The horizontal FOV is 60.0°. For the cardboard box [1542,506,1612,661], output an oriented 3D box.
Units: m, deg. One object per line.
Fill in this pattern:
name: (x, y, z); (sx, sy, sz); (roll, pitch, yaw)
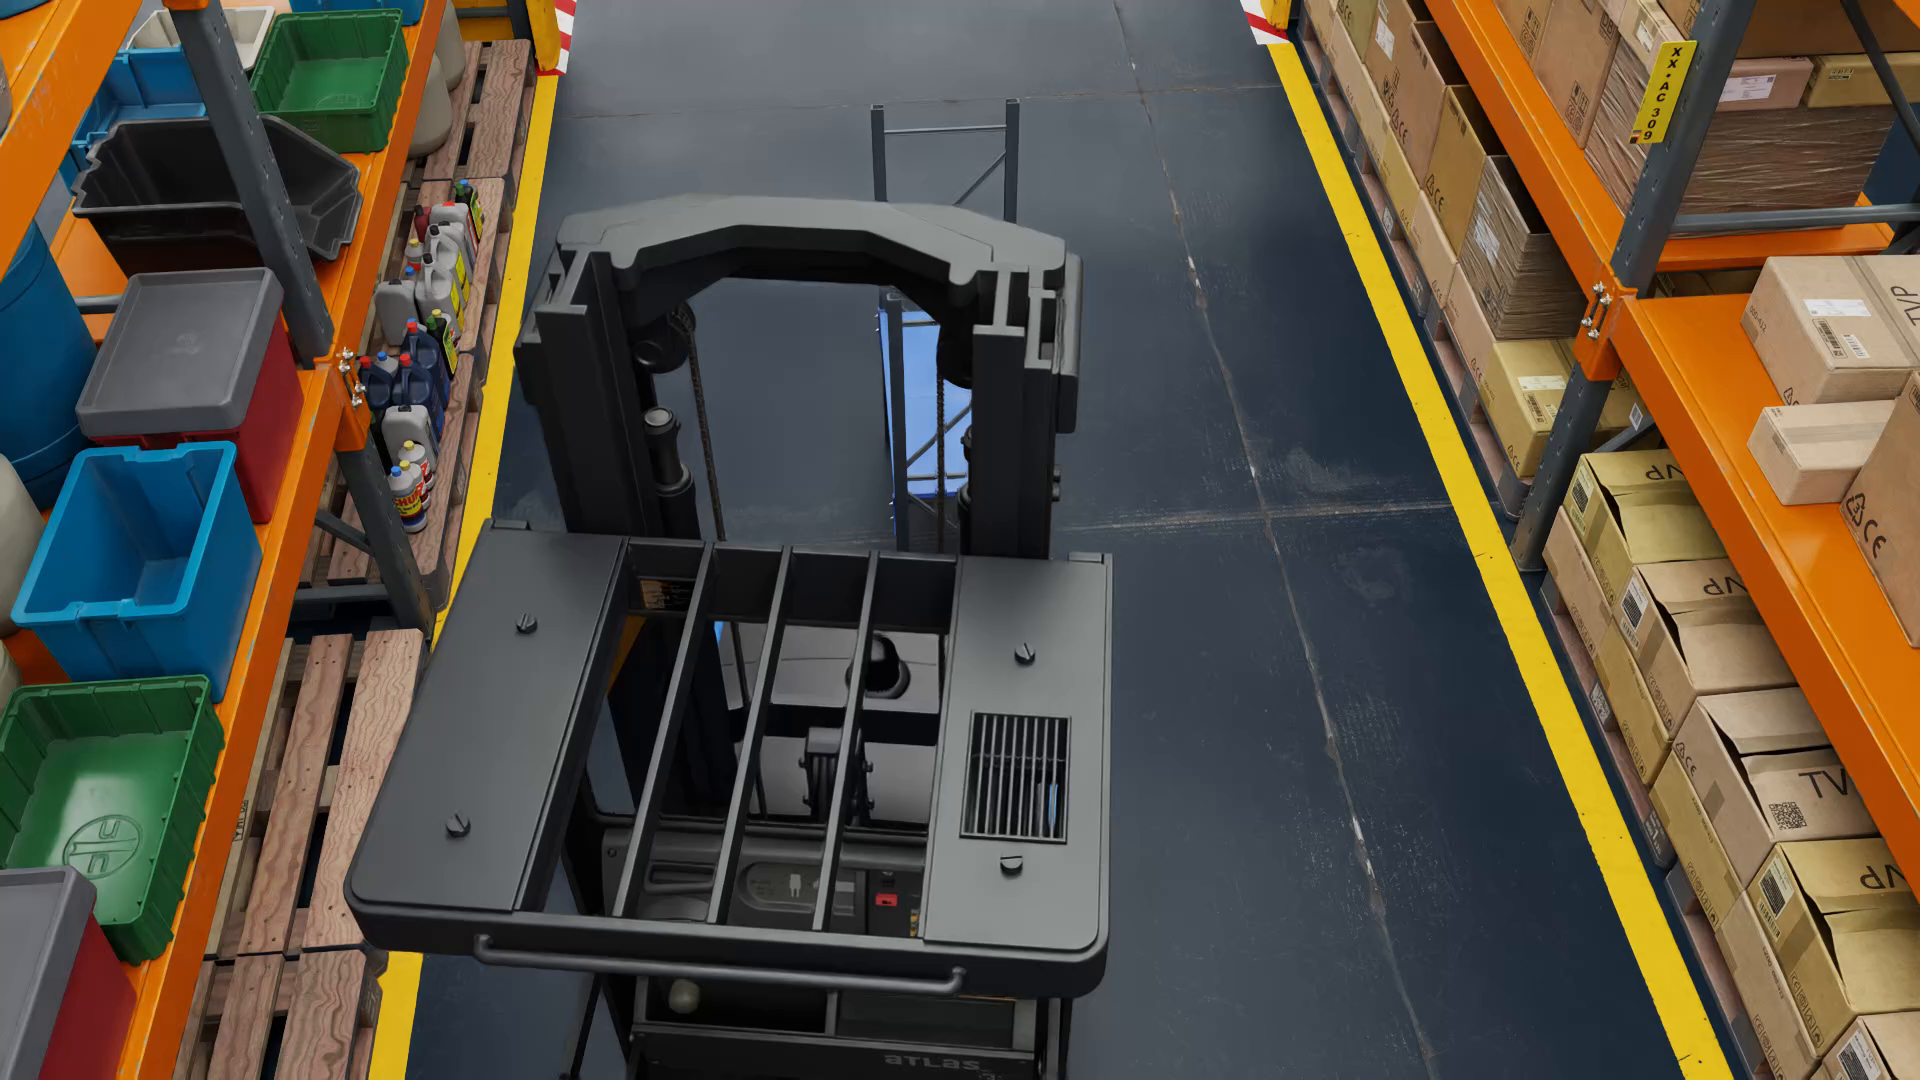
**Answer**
cardboard box: (2.341, 0.125, 5.670); (0.500, 0.250, 0.500); (-5, 47, -4)

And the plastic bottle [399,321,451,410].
plastic bottle: (-2.052, -0.670, 6.340); (0.144, 0.351, 0.185); (-5, 47, -5)

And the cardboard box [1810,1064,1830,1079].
cardboard box: (2.516, 1.610, 4.264); (0.500, 0.250, 0.500); (-3, 47, -2)

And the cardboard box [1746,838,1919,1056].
cardboard box: (2.470, 1.052, 4.406); (0.500, 0.311, 0.500); (-2, 47, -2)

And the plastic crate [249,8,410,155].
plastic crate: (-2.215, -1.611, 5.855); (0.450, 0.188, 0.662); (-3, 47, -3)

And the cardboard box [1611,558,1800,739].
cardboard box: (2.377, 0.302, 5.116); (0.500, 0.311, 0.500); (-4, 47, -4)

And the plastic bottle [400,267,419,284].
plastic bottle: (-2.220, -1.022, 6.776); (0.097, 0.201, 0.097); (0, 47, 0)

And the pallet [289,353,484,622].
pallet: (-2.397, -0.214, 6.307); (1.003, 0.211, 1.213); (-3, 47, -3)

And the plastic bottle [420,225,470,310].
plastic bottle: (-2.104, -1.113, 6.759); (0.144, 0.351, 0.185); (-2, 47, -2)

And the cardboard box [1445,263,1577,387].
cardboard box: (2.265, -0.866, 6.609); (0.500, 0.250, 0.500); (-3, 47, -3)

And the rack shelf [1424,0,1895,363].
rack shelf: (2.386, -2.182, 6.746); (1.077, 0.370, 4.000); (-3, 47, -3)

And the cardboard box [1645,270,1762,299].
cardboard box: (2.827, -0.794, 6.024); (0.500, 0.500, 0.500); (-3, 47, -3)

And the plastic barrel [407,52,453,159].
plastic barrel: (-2.544, -2.033, 7.534); (0.421, 0.512, 0.421); (0, 47, 0)

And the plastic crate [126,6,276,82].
plastic crate: (-2.771, -1.753, 6.026); (0.530, 0.136, 0.437); (-3, 47, -3)

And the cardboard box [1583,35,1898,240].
cardboard box: (2.510, -1.338, 5.382); (0.700, 0.500, 0.500); (-5, 47, -4)

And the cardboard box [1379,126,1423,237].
cardboard box: (2.166, -1.589, 7.293); (0.500, 0.250, 0.500); (-3, 47, -3)

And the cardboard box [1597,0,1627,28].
cardboard box: (2.274, -1.792, 5.366); (0.380, 0.149, 0.250); (-5, 47, -4)

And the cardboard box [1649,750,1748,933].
cardboard box: (2.428, 0.870, 4.965); (0.500, 0.250, 0.500); (-5, 47, -5)

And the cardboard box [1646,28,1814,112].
cardboard box: (2.318, -1.424, 5.017); (0.380, 0.149, 0.250); (-4, 47, -3)

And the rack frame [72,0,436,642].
rack frame: (-2.382, -0.684, 4.832); (1.000, 3.000, 0.127); (-3, 47, -3)

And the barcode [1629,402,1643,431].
barcode: (2.160, -0.394, 5.315); (0.001, 0.075, 0.075); (-3, 47, -3)

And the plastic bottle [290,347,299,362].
plastic bottle: (-2.670, -0.847, 6.554); (0.061, 0.283, 0.133); (-3, 47, -3)

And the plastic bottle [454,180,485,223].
plastic bottle: (-2.127, -1.465, 7.196); (0.097, 0.201, 0.097); (0, 47, 0)

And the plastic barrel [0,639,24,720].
plastic barrel: (-2.425, 0.330, 3.966); (0.301, 0.262, 0.301); (0, 47, 0)

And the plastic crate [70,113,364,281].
plastic crate: (-2.300, -1.049, 5.221); (0.767, 0.338, 0.504); (-3, 47, -3)

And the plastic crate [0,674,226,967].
plastic crate: (-1.955, 0.632, 3.732); (0.450, 0.188, 0.662); (-3, 47, -3)

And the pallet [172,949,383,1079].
pallet: (-2.173, 1.725, 4.471); (1.003, 0.211, 1.213); (-3, 47, -3)

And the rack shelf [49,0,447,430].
rack shelf: (-2.550, -1.884, 6.464); (1.077, 0.370, 4.000); (-3, 47, -3)

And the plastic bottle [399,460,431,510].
plastic bottle: (-1.981, -0.204, 6.001); (0.097, 0.201, 0.097); (0, 47, 0)

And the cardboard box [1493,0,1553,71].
cardboard box: (2.422, -2.082, 6.087); (0.700, 0.500, 0.500); (-3, 47, -3)

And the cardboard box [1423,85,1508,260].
cardboard box: (2.221, -1.486, 6.679); (0.500, 0.500, 0.500); (-3, 47, -3)

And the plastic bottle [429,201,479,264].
plastic bottle: (-2.133, -1.307, 6.995); (0.152, 0.276, 0.135); (-3, 47, -3)

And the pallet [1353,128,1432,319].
pallet: (2.424, -1.486, 7.512); (1.003, 0.211, 1.213); (-3, 47, -3)

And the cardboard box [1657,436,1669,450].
cardboard box: (2.817, -0.535, 6.296); (0.500, 0.250, 0.500); (-3, 47, -3)

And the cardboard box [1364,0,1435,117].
cardboard box: (2.141, -2.209, 7.364); (0.500, 0.500, 0.500); (-3, 47, -3)

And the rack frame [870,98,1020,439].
rack frame: (-0.050, -0.945, 6.112); (0.500, 1.500, 0.032); (-3, 47, -3)

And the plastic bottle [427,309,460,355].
plastic bottle: (-2.053, -0.825, 6.590); (0.097, 0.201, 0.097); (0, 47, 0)

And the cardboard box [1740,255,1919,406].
cardboard box: (2.639, -0.577, 4.834); (0.500, 0.250, 0.500); (-1, 47, -1)

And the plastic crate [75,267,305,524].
plastic crate: (-2.037, -0.374, 4.495); (0.402, 0.464, 0.583); (-3, 47, -3)

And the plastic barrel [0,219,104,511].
plastic barrel: (-2.652, -0.559, 4.368); (0.600, 0.901, 0.708); (-3, 47, -3)

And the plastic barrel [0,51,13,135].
plastic barrel: (-2.069, -1.060, 2.777); (0.600, 0.901, 0.600); (0, 47, 0)

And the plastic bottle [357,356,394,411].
plastic bottle: (-2.180, -0.525, 6.203); (0.144, 0.351, 0.185); (-3, 47, -3)

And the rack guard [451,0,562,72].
rack guard: (-2.664, -2.667, 8.431); (1.175, 0.500, 0.348); (-3, 47, -3)

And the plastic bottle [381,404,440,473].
plastic bottle: (-2.027, -0.388, 6.125); (0.152, 0.276, 0.135); (-2, 47, -2)

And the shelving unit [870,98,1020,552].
shelving unit: (-0.007, -0.577, 5.764); (0.538, 1.500, 1.048); (-3, 47, -3)

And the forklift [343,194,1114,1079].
forklift: (-0.302, 0.920, 3.360); (1.130, 2.935, 3.031); (3, 47, 3)

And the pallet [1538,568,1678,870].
pallet: (2.654, 0.507, 5.624); (1.003, 0.211, 1.213); (-3, 47, -3)

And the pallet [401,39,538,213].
pallet: (-2.601, -1.979, 7.979); (1.003, 0.211, 1.213); (-3, 47, -3)

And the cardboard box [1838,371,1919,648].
cardboard box: (2.646, -0.079, 4.190); (0.500, 0.500, 0.500); (0, 47, 0)

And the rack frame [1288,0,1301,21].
rack frame: (2.219, -3.877, 7.855); (1.000, 3.000, 0.127); (-3, 47, -3)

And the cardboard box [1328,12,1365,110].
cardboard box: (2.088, -2.312, 7.979); (0.500, 0.250, 0.500); (-3, 47, -3)

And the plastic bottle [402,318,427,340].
plastic bottle: (-2.102, -0.747, 6.468); (0.097, 0.271, 0.097); (0, 47, 0)
